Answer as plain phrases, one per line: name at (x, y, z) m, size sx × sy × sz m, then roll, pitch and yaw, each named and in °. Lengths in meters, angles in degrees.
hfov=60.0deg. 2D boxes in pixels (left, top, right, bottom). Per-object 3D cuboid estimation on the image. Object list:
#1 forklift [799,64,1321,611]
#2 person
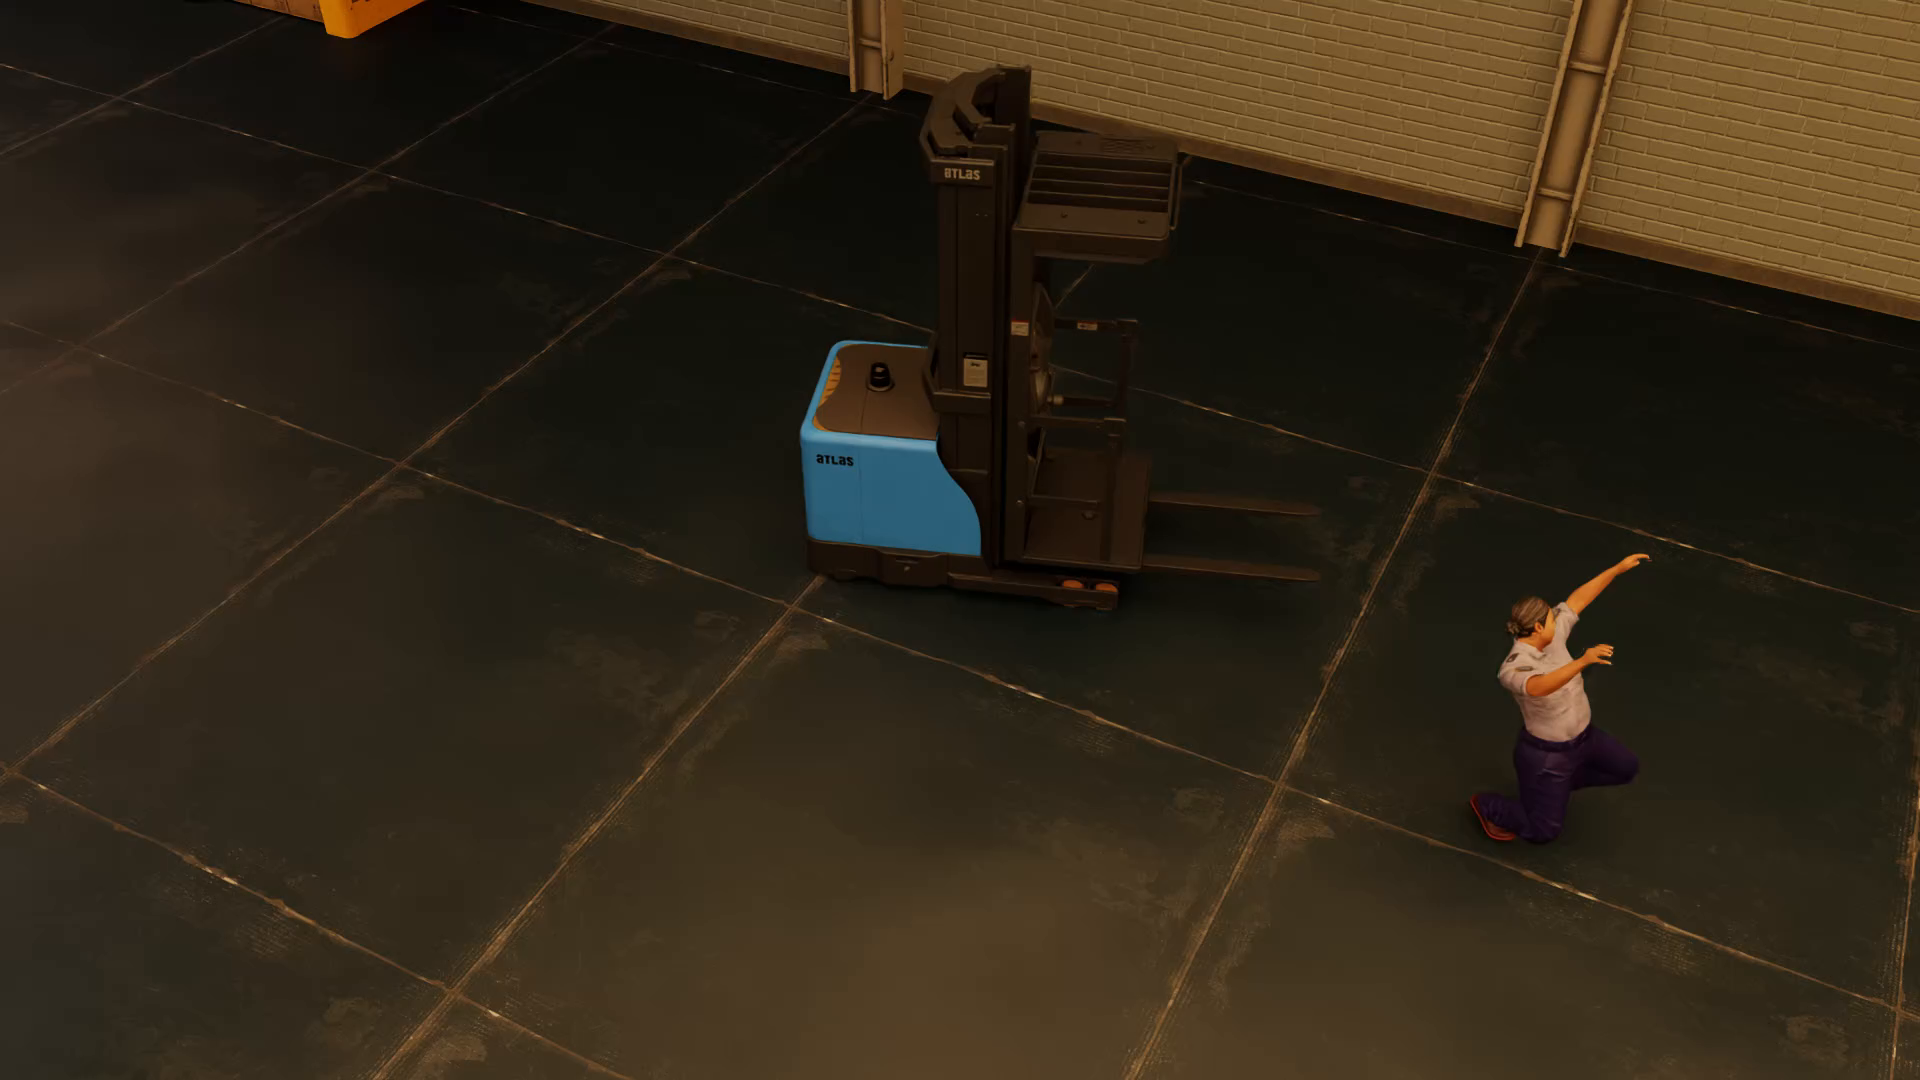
forklift at (0.641, -1.073, 9.261) m, size 3.031 × 2.935 × 1.130 m, roll 5°, pitch 40°, yaw 6°
person at (2.956, 0.829, 8.089) m, size 0.950 × 1.577 × 0.737 m, roll -33°, pitch 50°, yaw -33°
